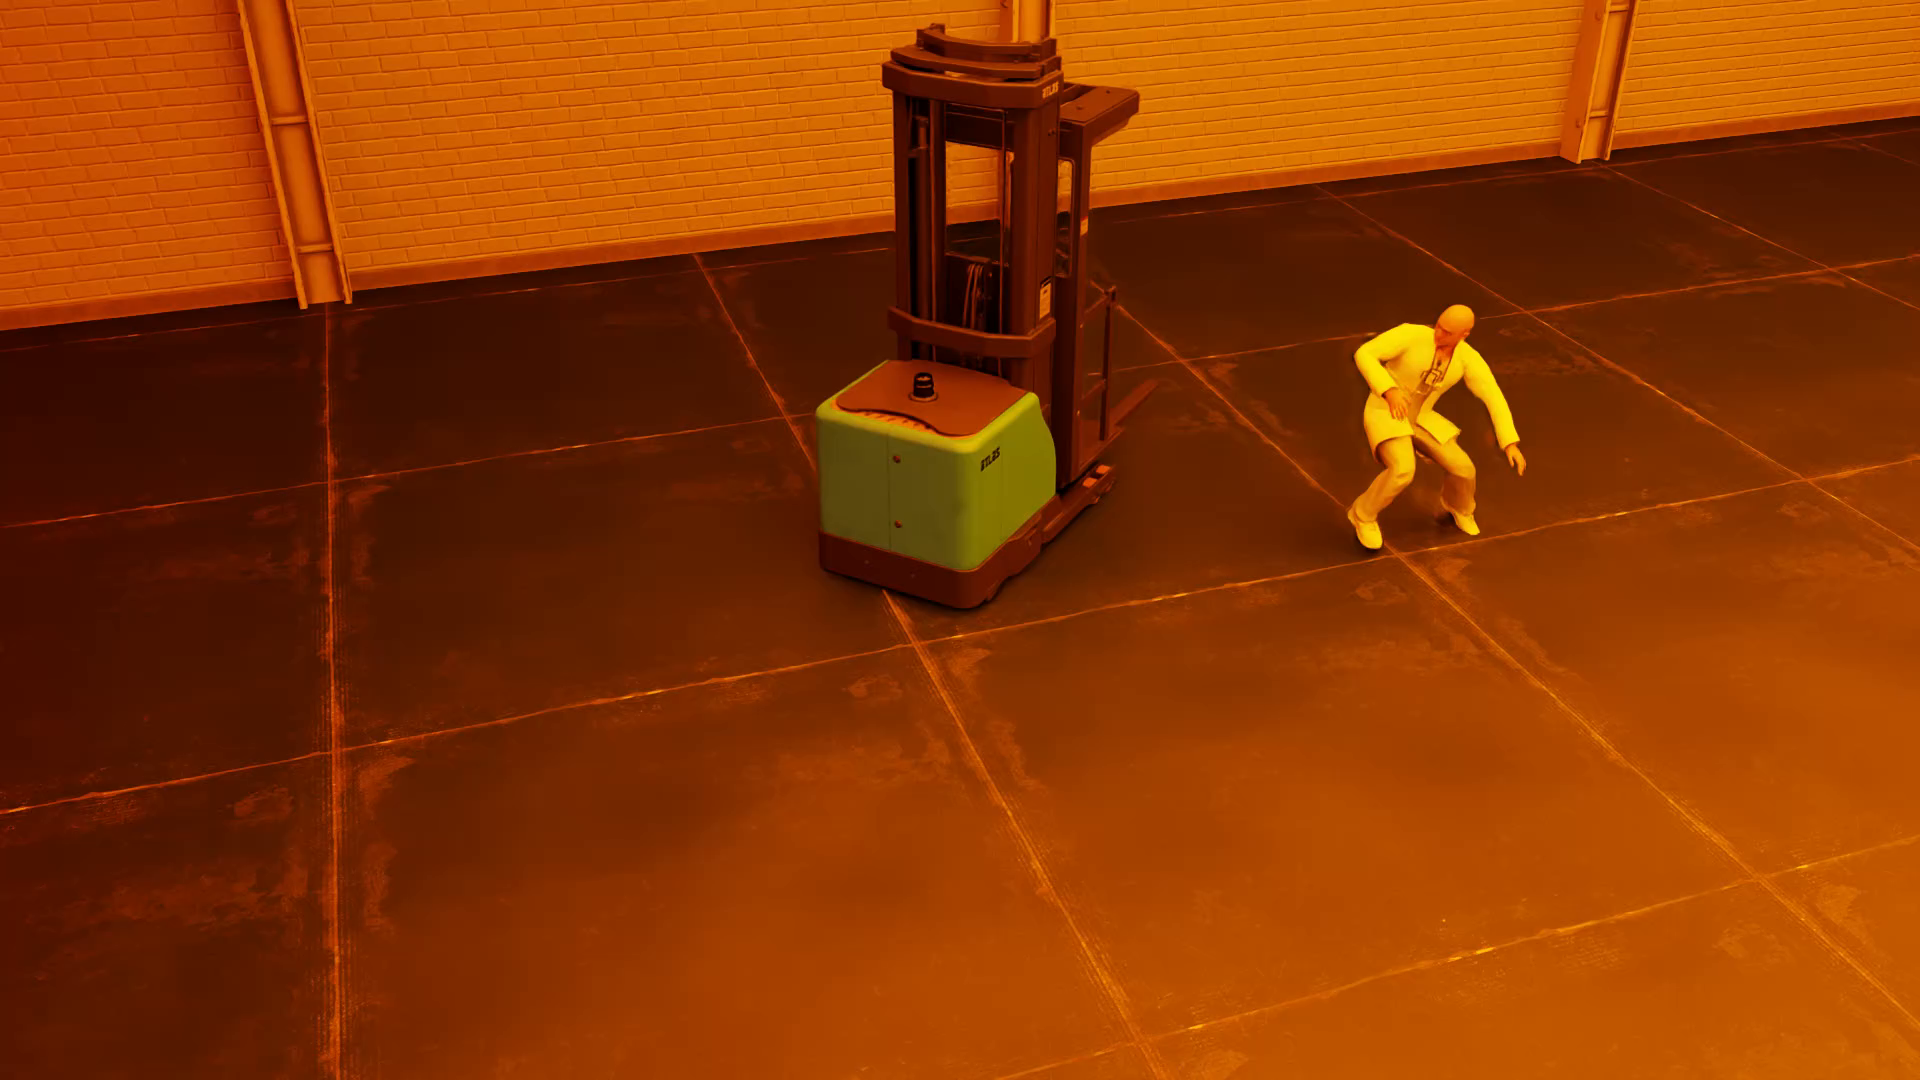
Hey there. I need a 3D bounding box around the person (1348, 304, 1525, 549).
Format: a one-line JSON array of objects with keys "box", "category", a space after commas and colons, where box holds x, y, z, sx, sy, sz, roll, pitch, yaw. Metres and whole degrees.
[{"box": [2.749, -0.629, 9.679, 0.879, 1.542, 0.861, -8, 31, -13], "category": "person"}]

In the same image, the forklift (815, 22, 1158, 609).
[{"box": [0.341, -1.594, 9.858, 1.130, 2.935, 3.031, 16, 33, 25], "category": "forklift"}]
